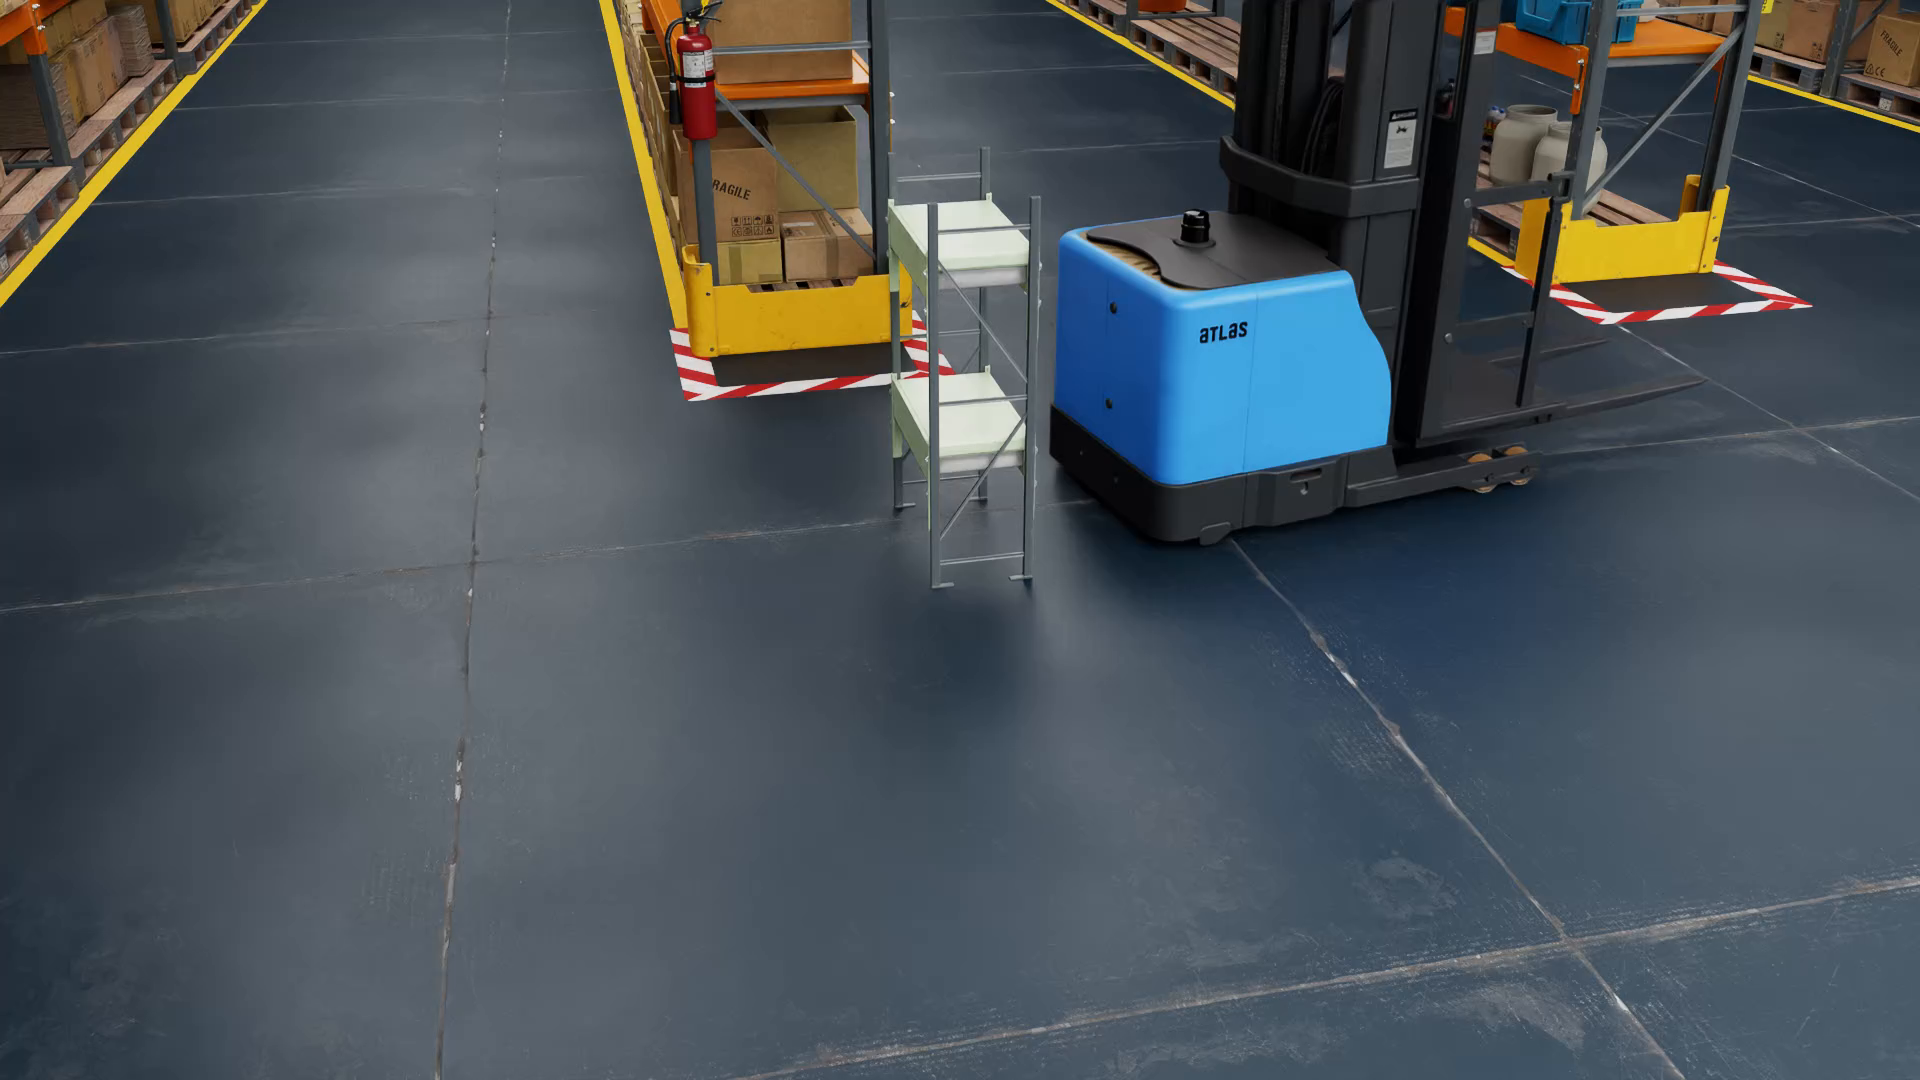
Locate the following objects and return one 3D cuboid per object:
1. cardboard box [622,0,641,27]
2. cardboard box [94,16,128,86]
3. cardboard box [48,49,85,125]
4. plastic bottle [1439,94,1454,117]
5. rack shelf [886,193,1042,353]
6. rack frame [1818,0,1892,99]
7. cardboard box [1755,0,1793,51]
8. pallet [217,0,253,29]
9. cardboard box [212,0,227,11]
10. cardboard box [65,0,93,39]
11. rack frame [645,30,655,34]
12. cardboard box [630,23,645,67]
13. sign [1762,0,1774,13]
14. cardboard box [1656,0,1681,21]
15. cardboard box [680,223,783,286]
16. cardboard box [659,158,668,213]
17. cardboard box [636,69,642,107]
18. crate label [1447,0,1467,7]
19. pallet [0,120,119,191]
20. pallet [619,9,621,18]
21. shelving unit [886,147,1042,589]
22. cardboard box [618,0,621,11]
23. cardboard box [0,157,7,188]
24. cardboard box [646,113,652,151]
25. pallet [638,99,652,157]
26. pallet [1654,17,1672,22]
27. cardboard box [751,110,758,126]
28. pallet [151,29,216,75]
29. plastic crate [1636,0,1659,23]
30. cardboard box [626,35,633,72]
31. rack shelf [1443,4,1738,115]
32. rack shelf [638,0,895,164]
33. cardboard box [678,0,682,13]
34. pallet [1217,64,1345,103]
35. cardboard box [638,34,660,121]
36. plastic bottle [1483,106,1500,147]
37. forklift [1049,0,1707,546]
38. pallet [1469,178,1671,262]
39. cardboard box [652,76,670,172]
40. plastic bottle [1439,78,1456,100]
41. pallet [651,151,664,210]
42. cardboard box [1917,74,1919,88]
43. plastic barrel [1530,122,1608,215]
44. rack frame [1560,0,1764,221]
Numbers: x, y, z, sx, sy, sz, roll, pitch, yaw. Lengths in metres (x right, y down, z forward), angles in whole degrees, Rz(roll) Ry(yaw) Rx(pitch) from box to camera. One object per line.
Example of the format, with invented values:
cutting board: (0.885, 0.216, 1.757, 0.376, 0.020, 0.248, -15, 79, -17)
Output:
cardboard box: (-2.699, -4.659, 14.615, 0.500, 0.311, 0.500, -7, 28, -13)
cardboard box: (-7.267, -3.965, 13.563, 0.700, 0.500, 0.500, -6, 27, -12)
cardboard box: (-6.929, -3.301, 12.248, 0.700, 0.500, 0.500, -6, 27, -13)
plastic bottle: (3.542, -3.105, 12.099, 0.061, 0.283, 0.133, -6, 27, -12)
rack shelf: (0.002, -1.015, 6.230, 0.431, 0.370, 0.720, -6, 27, -12)
rack frame: (7.896, -5.187, 13.697, 1.000, 3.000, 0.127, -6, 27, -12)
cardboard box: (7.690, -4.750, 15.118, 0.700, 0.500, 0.500, -6, 27, -12)
pallet: (-8.137, -5.614, 17.638, 1.003, 0.211, 1.213, -6, 27, -12)
cardboard box: (-7.908, -5.755, 16.743, 0.750, 0.750, 0.750, -5, 27, -10)
cardboard box: (-7.082, -4.056, 12.911, 0.500, 0.250, 0.500, -6, 27, -12)
rack frame: (-1.756, -4.182, 11.707, 1.000, 3.000, 0.127, -6, 27, -12)
cardboard box: (-2.360, -3.988, 13.286, 0.500, 0.311, 0.500, -6, 27, -12)
sign: (4.509, -3.105, 9.266, 0.100, 0.325, 0.005, -6, 27, -12)
cardboard box: (7.303, -5.489, 16.581, 0.700, 0.500, 0.500, -8, 28, -16)
cardboard box: (-1.263, -1.592, 9.160, 0.500, 0.250, 0.500, -6, 27, -12)
cardboard box: (-1.613, -2.249, 10.462, 0.500, 0.250, 0.500, -6, 27, -12)
cardboard box: (-2.244, -3.517, 12.975, 0.500, 0.250, 0.500, -6, 27, -12)
crate label: (3.294, -3.724, 10.760, 0.502, 0.435, 0.616, -6, 27, -12)
pallet: (-6.758, -2.774, 12.012, 1.003, 0.211, 1.213, -6, 27, -12)
pallet: (-3.060, -5.559, 17.530, 1.003, 0.211, 1.213, -6, 27, -12)
shelving unit: (0.002, -0.667, 6.406, 0.431, 1.500, 0.755, -6, 27, -12)
cardboard box: (-3.213, -5.633, 16.867, 0.500, 0.500, 0.500, -7, 28, -13)
cardboard box: (-6.432, -2.377, 10.787, 0.380, 0.166, 0.250, -10, 28, -18)
cardboard box: (-1.947, -2.908, 11.768, 0.500, 0.250, 0.500, -6, 27, -12)
pallet: (-1.960, -3.257, 12.968, 1.003, 0.211, 1.213, -6, 27, -12)
pallet: (7.170, -5.355, 17.124, 1.003, 0.211, 1.213, -6, 27, -12)
cardboard box: (-0.998, -2.417, 9.962, 0.500, 0.500, 0.500, -6, 27, -12)
pallet: (-7.587, -4.543, 15.515, 1.003, 0.211, 1.213, -6, 27, -12)
plastic crate: (4.084, -3.235, 10.124, 0.298, 0.136, 0.250, -6, 27, -12)
cardboard box: (-2.588, -4.190, 14.308, 0.500, 0.250, 0.500, -7, 28, -13)
rack shelf: (3.522, -3.484, 11.123, 1.077, 0.370, 4.000, -6, 27, -12)
rack shelf: (-1.305, -2.983, 10.130, 1.077, 0.370, 4.000, -6, 27, -12)
cardboard box: (-1.415, -3.581, 10.405, 0.700, 0.500, 0.500, -6, 27, -11)
pallet: (2.856, -3.780, 14.004, 1.003, 0.211, 1.213, -6, 27, -12)
cardboard box: (-1.956, -3.242, 11.597, 0.500, 0.500, 0.500, -6, 27, -12)
plastic bottle: (3.767, -2.928, 11.762, 0.097, 0.271, 0.097, 0, 27, 0)
forklift: (1.958, -1.715, 6.894, 3.031, 2.935, 1.130, -11, 29, -21)
pallet: (3.731, -2.069, 10.614, 1.003, 0.211, 1.213, -6, 27, -12)
cardboard box: (-1.616, -2.583, 10.293, 0.500, 0.500, 0.500, -6, 27, -12)
plastic bottle: (3.613, -3.218, 12.248, 0.144, 0.351, 0.185, -6, 27, -12)
pallet: (-1.618, -2.584, 11.635, 1.003, 0.211, 1.213, -6, 27, -12)
cardboard box: (8.084, -3.828, 13.313, 0.500, 0.500, 0.500, 2, 27, 5)
plastic barrel: (3.749, -2.286, 10.244, 0.421, 0.512, 0.421, 0, 27, 0)
rack frame: (3.972, -2.928, 9.221, 1.000, 3.000, 0.127, -6, 27, -12)
